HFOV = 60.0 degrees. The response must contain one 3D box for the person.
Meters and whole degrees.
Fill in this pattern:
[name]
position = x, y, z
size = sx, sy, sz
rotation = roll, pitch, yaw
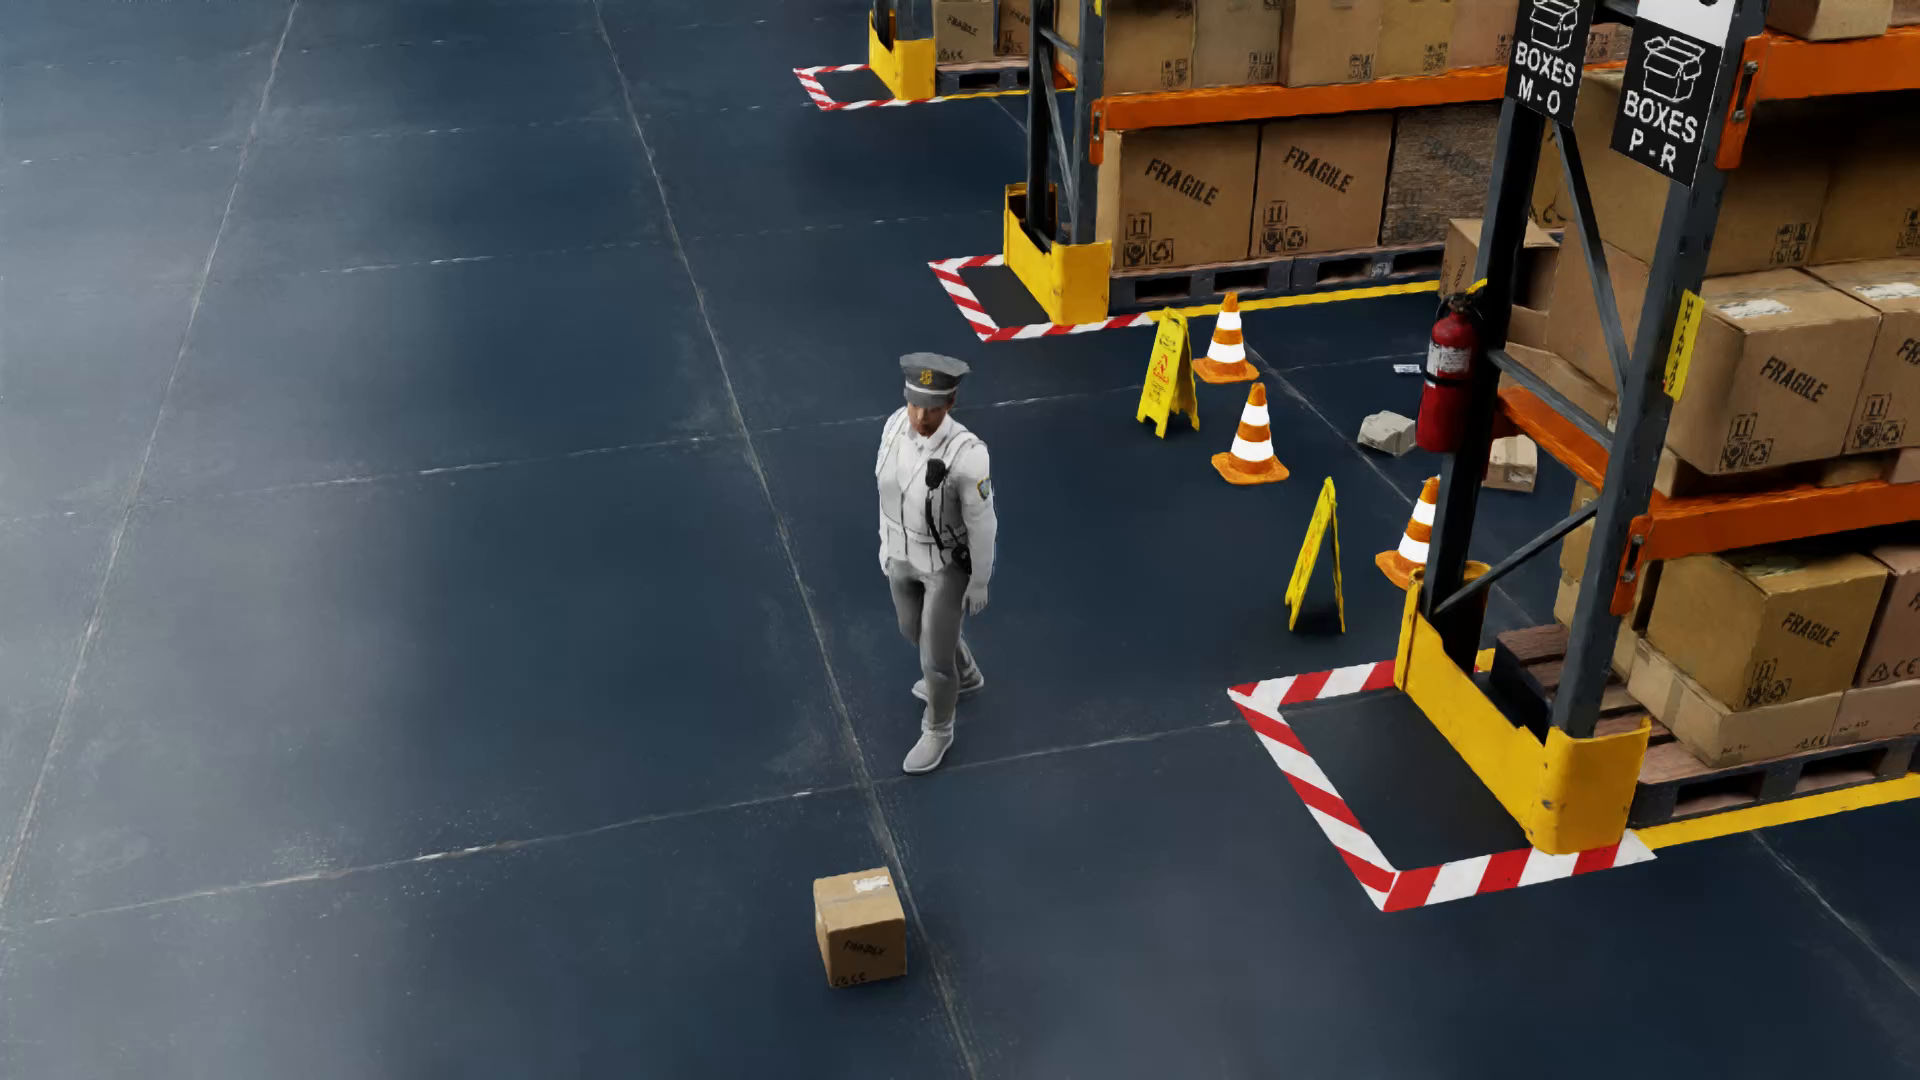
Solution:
[person]
position = -0.050, 0.042, 6.048
size = 0.509, 1.667, 0.561
rotation = 25, 38, 35
